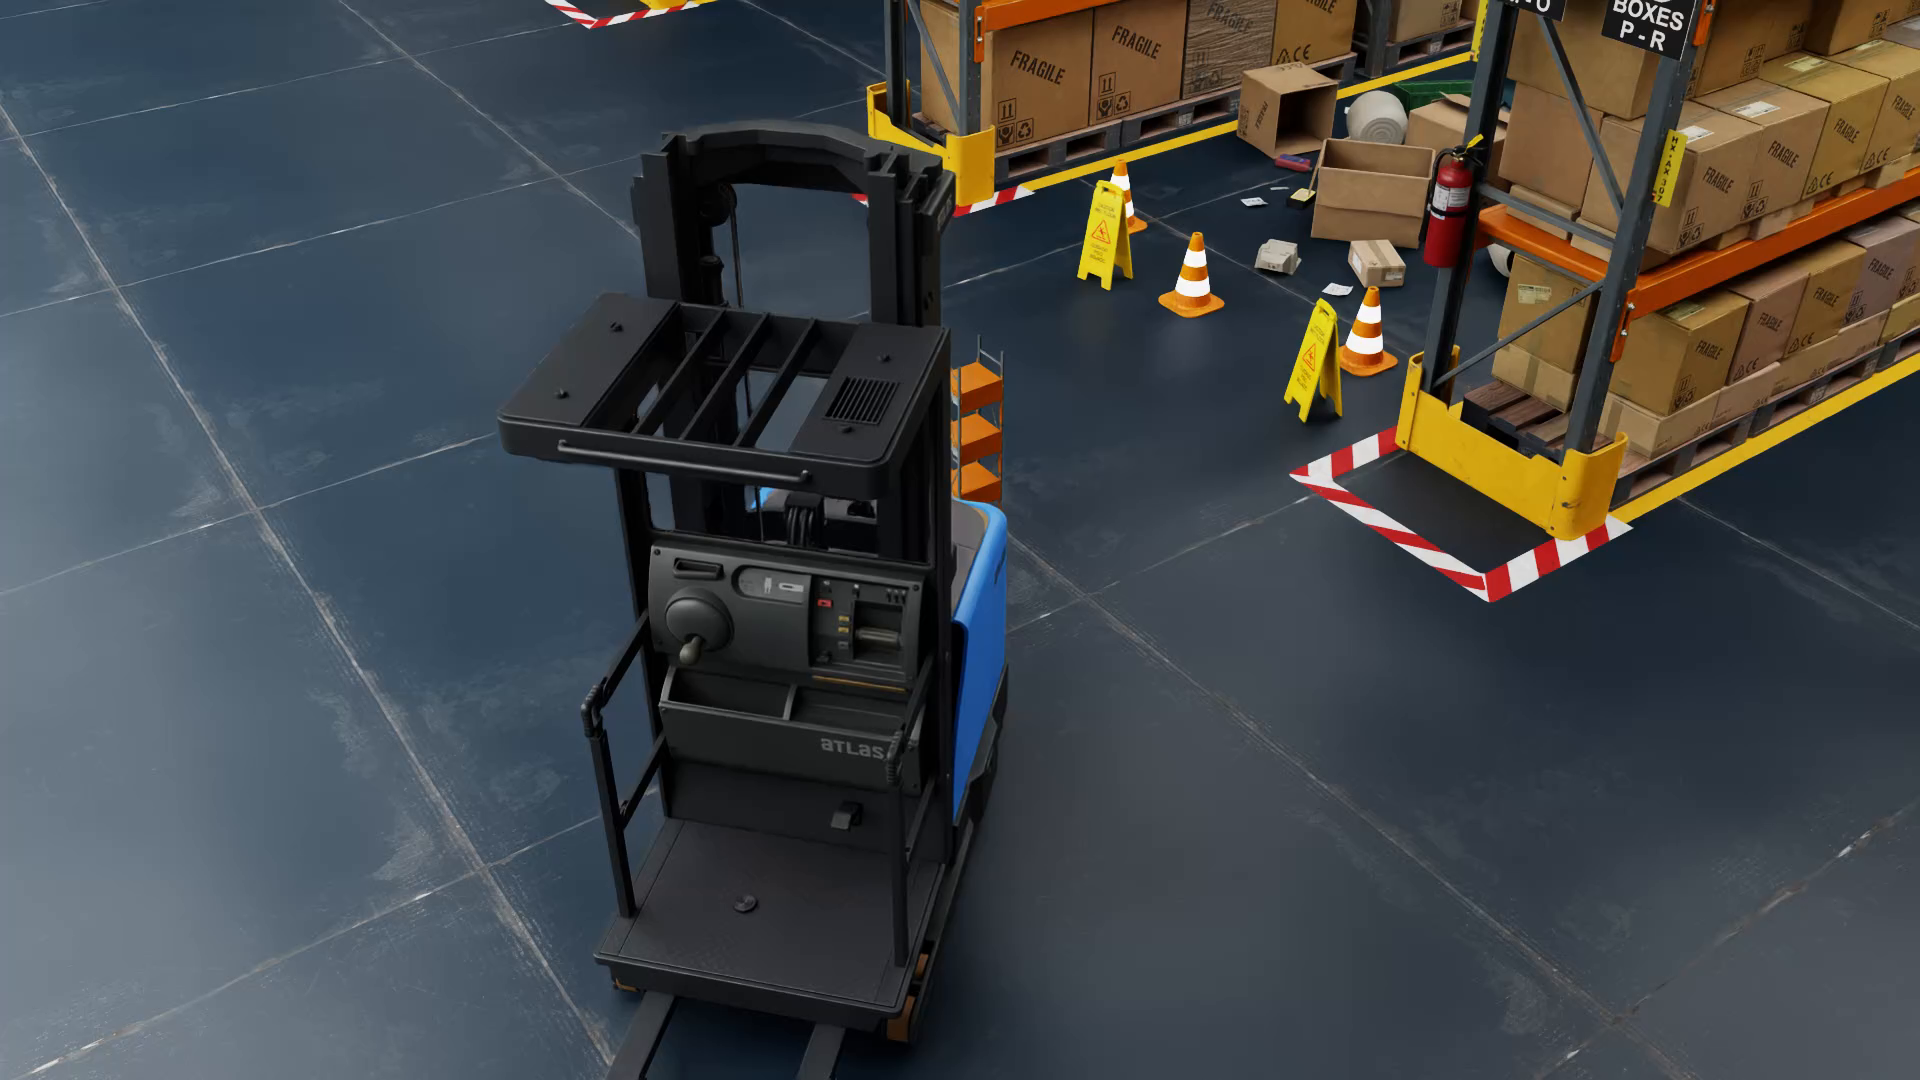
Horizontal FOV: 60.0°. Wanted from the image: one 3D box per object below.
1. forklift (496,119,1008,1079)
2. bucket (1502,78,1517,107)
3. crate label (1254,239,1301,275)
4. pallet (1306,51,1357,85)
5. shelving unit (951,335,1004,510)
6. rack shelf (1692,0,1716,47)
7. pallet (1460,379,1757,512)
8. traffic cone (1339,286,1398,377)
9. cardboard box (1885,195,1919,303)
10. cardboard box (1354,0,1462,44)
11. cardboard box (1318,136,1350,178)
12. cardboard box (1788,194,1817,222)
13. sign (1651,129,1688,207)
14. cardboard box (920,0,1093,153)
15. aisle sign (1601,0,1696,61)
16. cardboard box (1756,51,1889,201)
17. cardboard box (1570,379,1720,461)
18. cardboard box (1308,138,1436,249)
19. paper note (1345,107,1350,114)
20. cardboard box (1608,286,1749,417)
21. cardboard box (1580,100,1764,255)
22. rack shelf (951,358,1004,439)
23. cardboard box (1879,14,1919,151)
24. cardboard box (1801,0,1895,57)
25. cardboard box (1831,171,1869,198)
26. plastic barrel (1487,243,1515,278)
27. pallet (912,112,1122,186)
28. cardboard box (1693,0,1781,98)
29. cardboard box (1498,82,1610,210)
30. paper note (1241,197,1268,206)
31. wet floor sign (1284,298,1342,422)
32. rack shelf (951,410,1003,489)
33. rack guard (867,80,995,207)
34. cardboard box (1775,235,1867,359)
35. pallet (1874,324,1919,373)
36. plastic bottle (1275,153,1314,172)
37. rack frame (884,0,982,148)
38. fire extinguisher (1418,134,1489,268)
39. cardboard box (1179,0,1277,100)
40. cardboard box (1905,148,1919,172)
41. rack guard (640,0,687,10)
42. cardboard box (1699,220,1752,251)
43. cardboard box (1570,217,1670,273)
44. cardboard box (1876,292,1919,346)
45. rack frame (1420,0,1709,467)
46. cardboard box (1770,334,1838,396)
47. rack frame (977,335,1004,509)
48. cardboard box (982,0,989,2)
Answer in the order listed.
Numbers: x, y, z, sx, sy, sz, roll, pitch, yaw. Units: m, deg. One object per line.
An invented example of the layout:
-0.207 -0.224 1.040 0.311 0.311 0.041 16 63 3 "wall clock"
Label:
-0.623 0.317 5.298 1.130 2.935 3.031 8 36 10 "forklift"
4.292 -3.325 11.806 0.620 0.611 0.726 -1 34 -18 "bucket"
2.038 -1.817 10.658 0.250 0.136 0.298 15 38 20 "crate label"
2.409 -3.832 13.398 1.213 0.211 1.003 -22 41 -28 "pallet"
0.044 -0.444 7.968 0.252 1.050 0.215 -22 41 -28 "shelving unit"
4.375 -3.107 8.049 4.000 0.370 1.077 -22 41 -28 "rack shelf"
3.487 -0.659 8.985 1.213 0.211 1.003 -22 41 -28 "pallet"
2.348 -1.239 9.577 0.334 0.463 0.336 -22 41 -28 "traffic cone"
5.266 -1.714 9.417 0.500 0.500 0.500 -22 41 -27 "cardboard box"
3.531 -4.692 13.772 0.750 0.750 1.050 -23 41 -28 "cardboard box"
2.731 -2.616 11.660 0.258 0.266 0.396 -15 38 -20 "cardboard box"
4.025 -1.731 8.303 0.250 0.149 0.380 -21 41 -27 "cardboard box"
3.053 -1.602 7.166 0.005 0.325 0.100 -22 41 -28 "sign"
0.322 -3.405 11.875 0.875 0.875 0.875 -22 41 -28 "cardboard box"
2.868 -2.396 6.785 0.004 0.787 0.394 -22 41 -28 "aisle sign"
4.124 -2.045 8.184 0.500 0.500 0.500 -23 42 -29 "cardboard box"
3.559 -0.703 8.653 0.500 0.250 0.500 -23 42 -28 "cardboard box"
2.717 -2.295 11.009 0.797 0.503 0.637 9 37 12 "cardboard box"
3.047 -3.319 12.839 0.147 0.020 0.142 9 37 12 "paper note"
3.578 -1.015 8.446 0.500 0.500 0.500 -24 42 -29 "cardboard box"
3.287 -1.697 7.701 0.500 0.500 0.500 -23 42 -29 "cardboard box"
0.044 -0.666 7.809 0.240 0.259 0.215 -22 41 -28 "rack shelf"
4.951 -2.395 8.670 0.500 0.500 0.500 -21 41 -27 "cardboard box"
4.295 -2.841 8.435 0.500 0.500 0.700 -23 41 -28 "cardboard box"
4.439 -1.923 8.570 0.250 0.149 0.380 -24 42 -29 "cardboard box"
3.556 -1.880 10.502 0.421 0.421 0.512 3 36 4 "plastic barrel"
0.414 -3.012 12.257 1.213 0.211 1.003 -22 41 -28 "pallet"
3.450 -2.519 7.987 0.500 0.500 0.700 -22 41 -27 "cardboard box"
3.025 -1.984 8.100 0.500 0.500 0.500 -23 42 -29 "cardboard box"
2.032 -2.335 11.471 0.142 0.017 0.144 -9 37 -12 "paper note"
1.968 -1.000 9.088 0.232 0.644 0.267 -9 37 -12 "wet floor sign"
0.044 -0.436 7.975 0.240 0.259 0.215 -22 41 -28 "rack shelf"
-0.214 -2.815 11.735 0.348 0.500 1.175 -22 41 -28 "rack guard"
4.417 -1.358 8.922 0.500 0.500 0.500 -22 41 -27 "cardboard box"
5.481 -1.480 10.126 1.213 0.211 1.003 -22 41 -28 "pallet"
2.424 -2.705 11.959 0.283 0.061 0.133 22 41 28 "plastic bottle"
-0.194 -3.837 11.017 0.127 3.000 1.000 -22 41 -28 "rack frame"
2.381 -1.659 8.054 0.183 0.674 0.296 -22 41 -28 "fire extinguisher"
1.786 -4.008 12.713 0.875 0.875 0.875 -22 41 -28 "cardboard box"
4.868 -2.084 8.793 0.250 0.149 0.380 -23 42 -29 "cardboard box"
-2.907 -5.249 15.121 0.348 0.500 1.175 -22 41 -28 "rack guard"
3.599 -1.565 8.072 0.250 0.149 0.380 -24 42 -29 "cardboard box"
3.137 -1.422 7.874 0.250 0.149 0.380 -22 41 -28 "cardboard box"
5.252 -1.398 9.619 0.500 0.250 0.500 -24 42 -29 "cardboard box"
2.740 -1.509 7.779 0.127 3.000 1.000 -22 41 -28 "rack frame"
4.419 -1.060 9.150 0.500 0.250 0.500 -20 40 -25 "cardboard box"
0.143 -0.485 8.026 0.008 1.050 0.200 -22 41 -28 "rack frame"
0.083 -4.045 11.176 0.550 0.550 0.875 -22 41 -28 "cardboard box"
